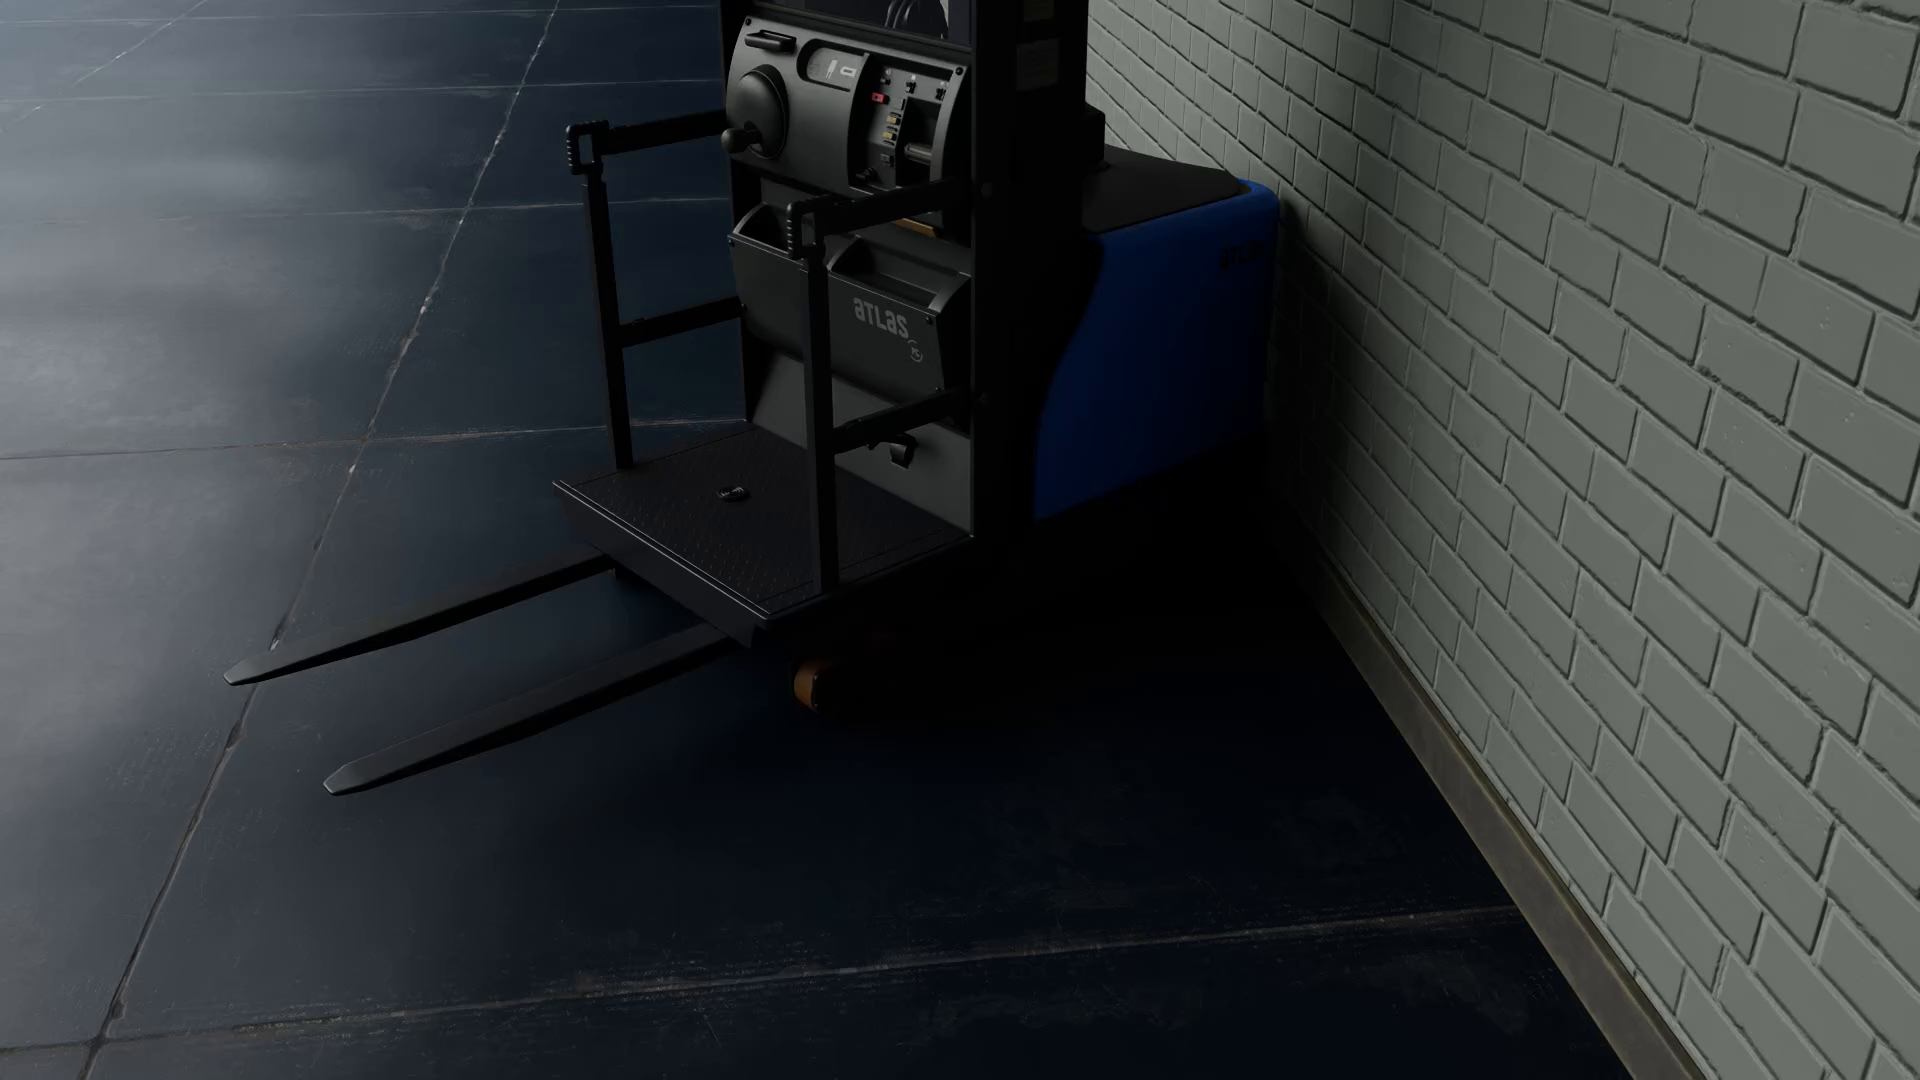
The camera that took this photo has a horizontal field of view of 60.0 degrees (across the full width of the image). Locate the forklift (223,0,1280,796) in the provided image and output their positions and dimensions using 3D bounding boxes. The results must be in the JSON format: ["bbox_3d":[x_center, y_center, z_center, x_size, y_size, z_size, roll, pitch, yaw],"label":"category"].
[{"bbox_3d":[-0.469,-1.115,4.213,3.031,2.935,1.130,-22,34,-36],"label":"forklift"}]
